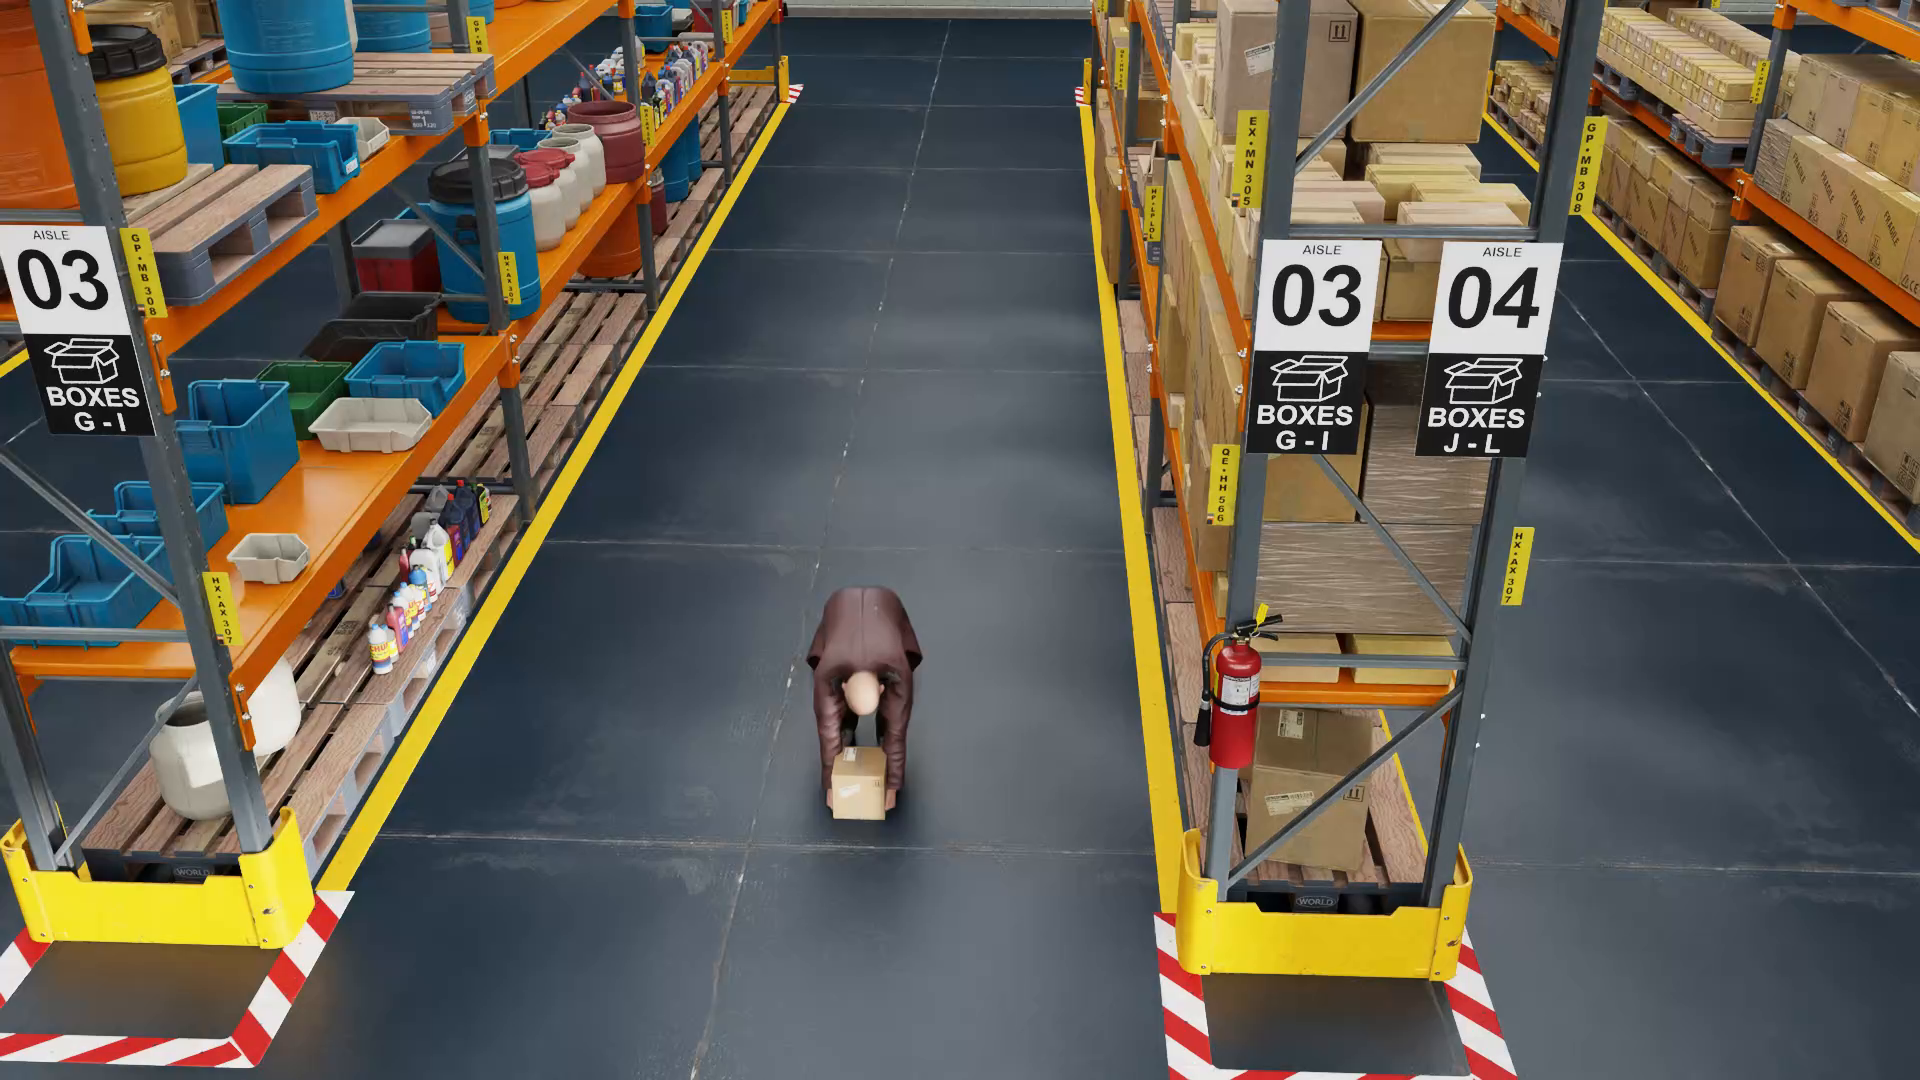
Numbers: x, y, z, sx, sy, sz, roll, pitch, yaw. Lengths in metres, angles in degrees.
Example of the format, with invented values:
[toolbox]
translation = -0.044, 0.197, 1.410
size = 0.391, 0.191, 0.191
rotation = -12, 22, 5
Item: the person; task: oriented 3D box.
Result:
[person]
translation = -0.474, 0.739, 8.212
size = 0.585, 0.897, 0.953
rotation = 0, 28, 0
